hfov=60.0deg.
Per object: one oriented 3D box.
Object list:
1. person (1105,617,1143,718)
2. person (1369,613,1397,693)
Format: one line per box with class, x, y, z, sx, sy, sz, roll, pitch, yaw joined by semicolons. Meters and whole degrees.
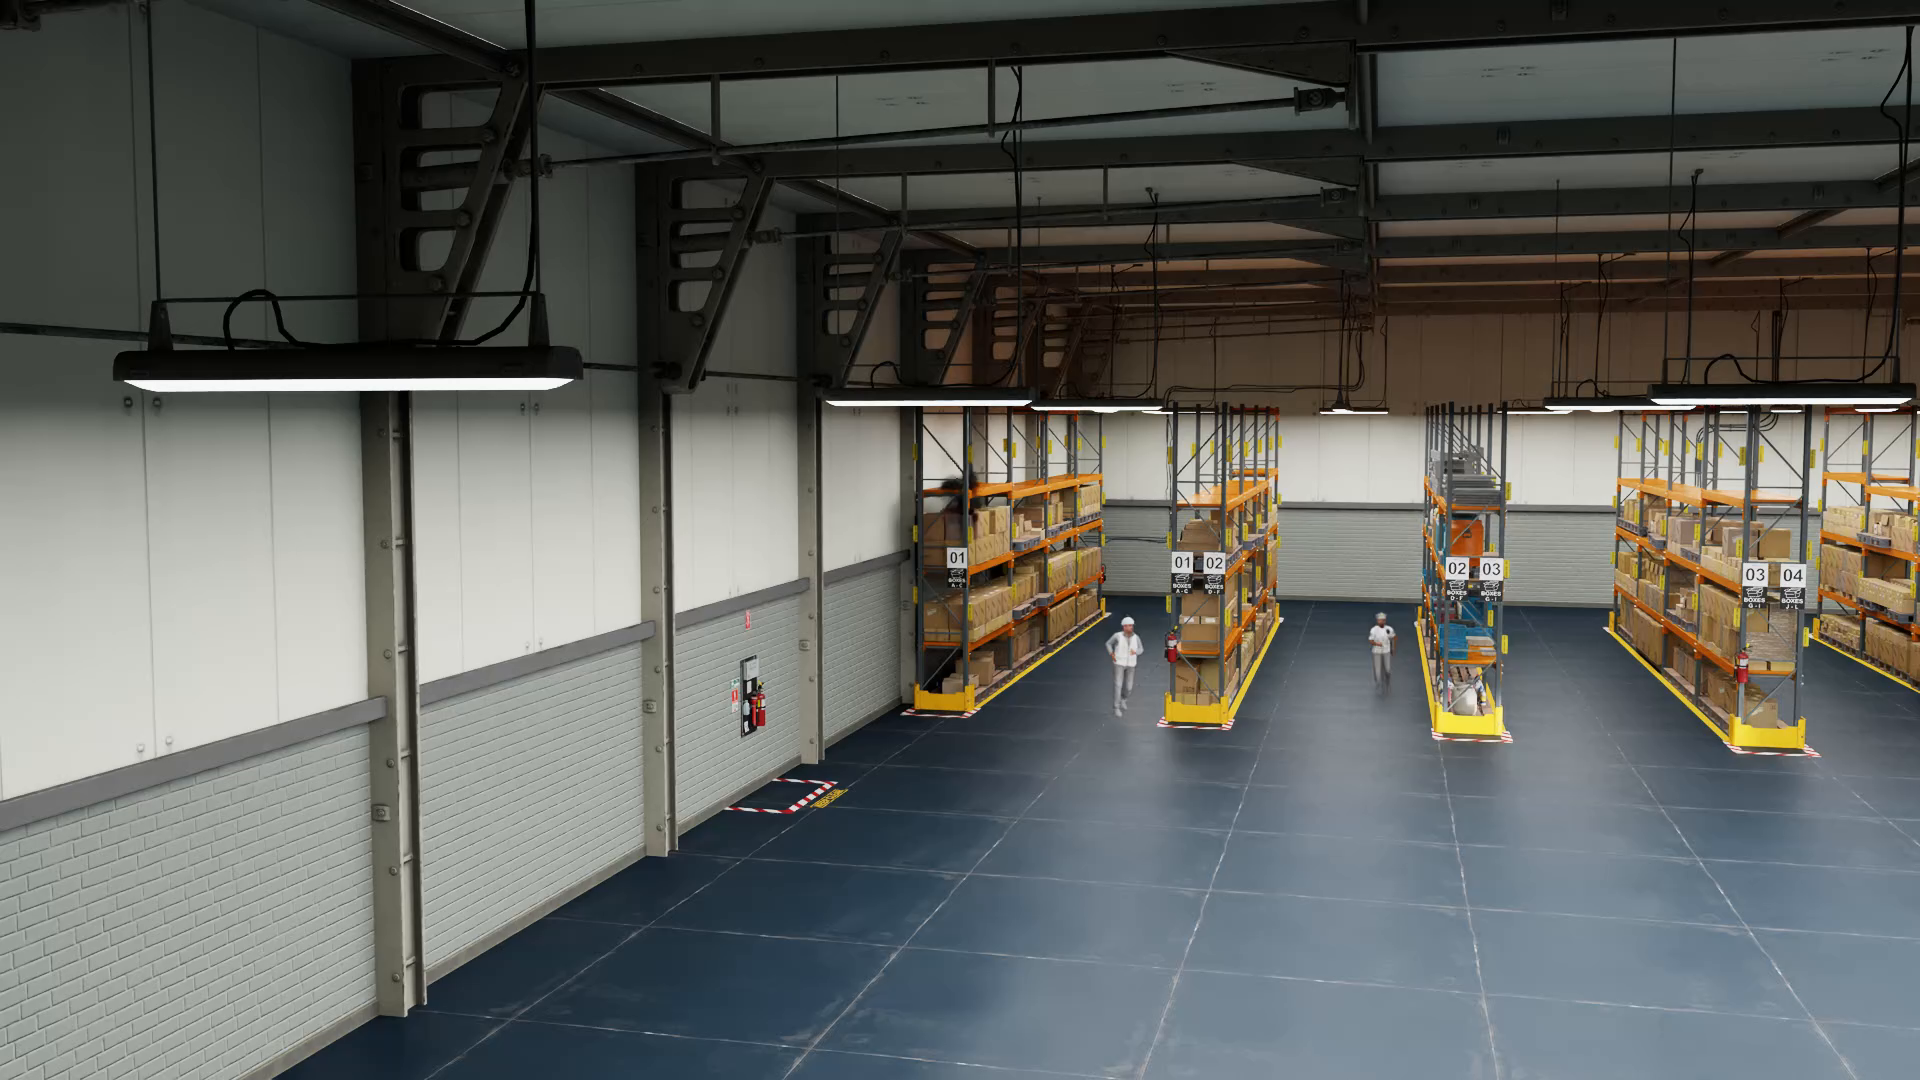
person;3.073;2.316;30.693;0.678;1.777;0.830;-1;4;-14
person;8.734;2.345;34.332;0.577;1.682;0.629;1;4;11
